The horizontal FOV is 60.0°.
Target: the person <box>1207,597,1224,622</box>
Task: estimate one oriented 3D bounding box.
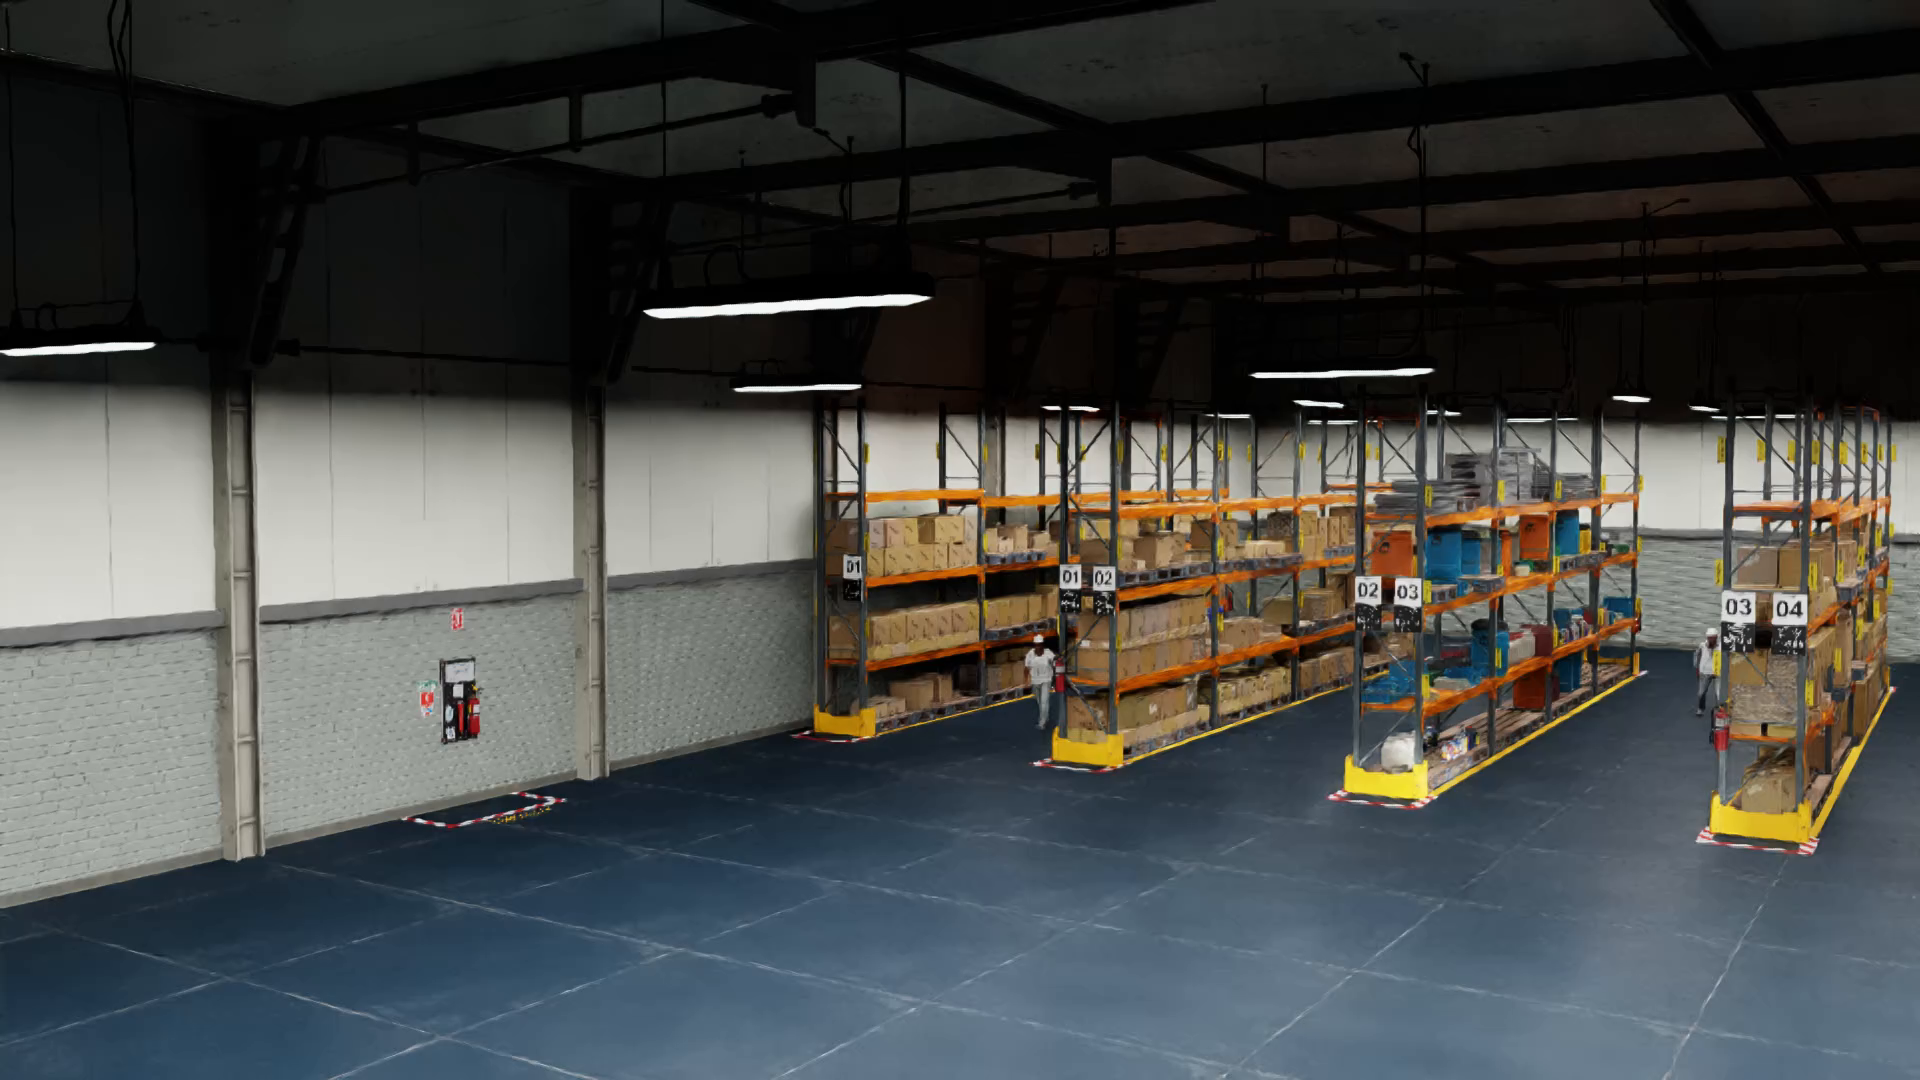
[{"bbox_3d":[6.115,2.115,39.677,0.461,1.596,0.989,2,3,31],"label":"person"}]

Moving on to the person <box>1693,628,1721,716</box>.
[{"bbox_3d":[14.181,2.501,31.364,0.677,1.726,0.574,2,3,30],"label":"person"}]

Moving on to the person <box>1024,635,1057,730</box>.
[{"bbox_3d":[1.462,2.557,30.226,0.598,1.690,1.094,1,3,23],"label":"person"}]
